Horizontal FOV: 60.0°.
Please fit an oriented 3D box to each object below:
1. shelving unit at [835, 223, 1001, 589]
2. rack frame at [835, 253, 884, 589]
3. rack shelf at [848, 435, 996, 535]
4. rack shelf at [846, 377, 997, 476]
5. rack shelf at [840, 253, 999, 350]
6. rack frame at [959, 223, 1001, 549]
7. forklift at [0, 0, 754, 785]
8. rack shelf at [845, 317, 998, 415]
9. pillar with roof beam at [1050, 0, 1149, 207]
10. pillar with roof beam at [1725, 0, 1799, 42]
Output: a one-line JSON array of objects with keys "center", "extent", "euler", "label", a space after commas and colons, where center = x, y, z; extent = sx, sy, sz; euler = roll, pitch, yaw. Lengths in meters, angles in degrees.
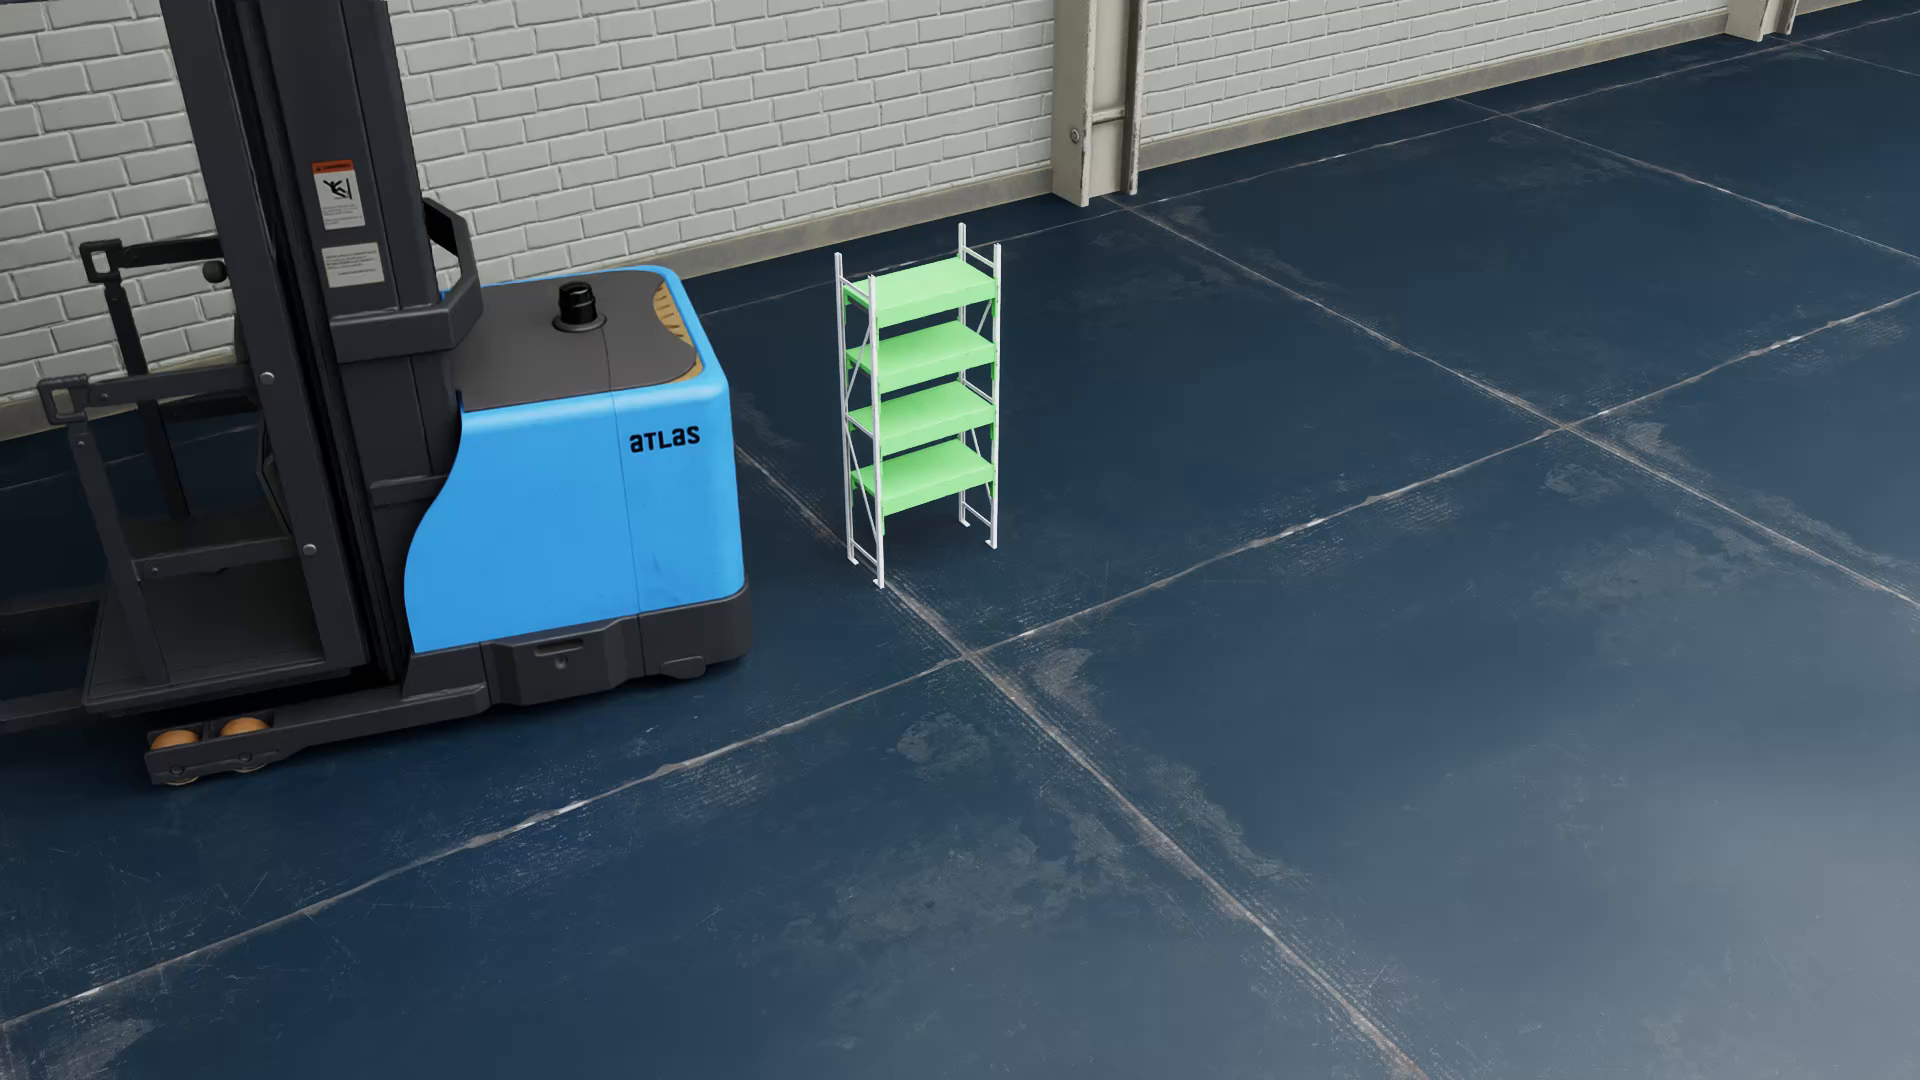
[{"center": [-0.139, -0.460, 5.854], "extent": [0.503, 1.200, 0.258], "euler": [-19, 37, -27], "label": "shelving unit"}, {"center": [-0.344, -0.389, 5.742], "extent": [0.015, 1.200, 0.240], "euler": [-19, 37, -27], "label": "rack frame"}, {"center": [-0.139, -0.203, 6.016], "extent": [0.480, 0.148, 0.258], "euler": [-19, 37, -27], "label": "rack shelf"}, {"center": [-0.139, -0.406, 5.888], "extent": [0.480, 0.148, 0.258], "euler": [-19, 37, -27], "label": "rack shelf"}, {"center": [-0.139, -0.812, 5.632], "extent": [0.480, 0.148, 0.258], "euler": [-19, 37, -27], "label": "rack shelf"}, {"center": [0.066, -0.530, 5.966], "extent": [0.015, 1.200, 0.240], "euler": [-19, 37, -27], "label": "rack frame"}, {"center": [-2.267, -0.810, 4.787], "extent": [3.031, 2.935, 1.130], "euler": [-10, 34, -15], "label": "forklift"}, {"center": [-0.139, -0.609, 5.760], "extent": [0.480, 0.148, 0.258], "euler": [-19, 37, -27], "label": "rack shelf"}, {"center": [3.081, -3.835, 3.895], "extent": [0.400, 9.000, 9.100], "euler": [-19, 37, -27], "label": "pillar with roof beam"}, {"center": [8.124, -5.570, 6.645], "extent": [0.400, 9.000, 9.100], "euler": [-19, 37, -27], "label": "pillar with roof beam"}]
